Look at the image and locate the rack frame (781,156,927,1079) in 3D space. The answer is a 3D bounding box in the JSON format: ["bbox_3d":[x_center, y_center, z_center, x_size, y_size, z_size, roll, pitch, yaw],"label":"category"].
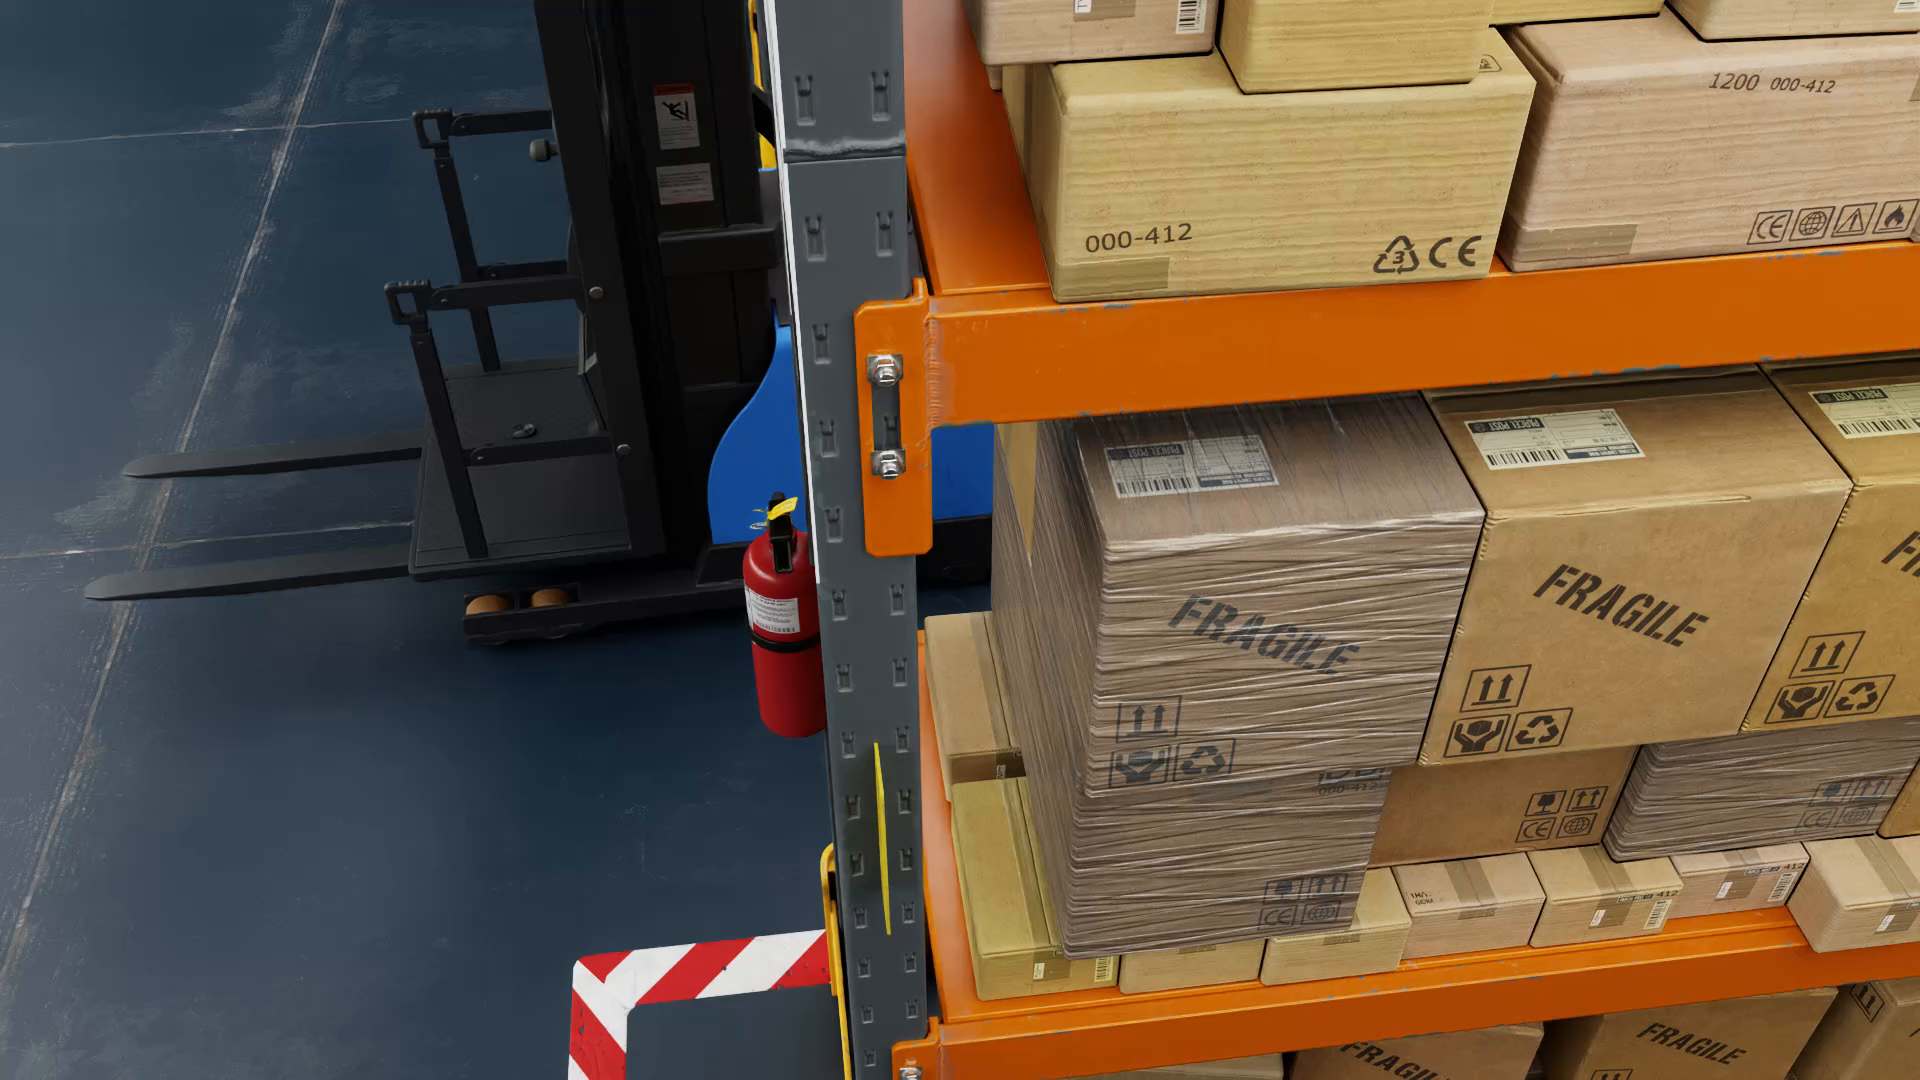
[{"bbox_3d":[-0.182,0.392,3.076,0.127,3.000,1.000,-5,42,-6],"label":"rack frame"}]

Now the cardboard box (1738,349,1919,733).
[{"bbox_3d":[1.391,-0.076,2.552,0.500,0.500,0.500,-5,42,-6],"label":"cardboard box"}]

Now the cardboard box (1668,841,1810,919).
[{"bbox_3d":[1.370,0.506,3.137,0.250,0.149,0.380,-5,42,-6],"label":"cardboard box"}]

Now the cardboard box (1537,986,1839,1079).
[{"bbox_3d":[1.651,1.005,3.949,0.500,0.500,0.500,-1,42,-2],"label":"cardboard box"}]

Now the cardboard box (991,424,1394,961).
[{"bbox_3d":[0.367,0.215,2.975,0.500,0.500,0.875,-5,42,-6],"label":"cardboard box"}]

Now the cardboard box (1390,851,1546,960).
[{"bbox_3d":[0.877,0.563,3.074,0.250,0.149,0.380,-5,42,-6],"label":"cardboard box"}]

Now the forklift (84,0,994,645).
[{"bbox_3d":[-1.313,-1.130,4.815,3.031,2.935,1.130,-6,42,-7],"label":"forklift"}]

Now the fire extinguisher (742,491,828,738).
[{"bbox_3d":[-0.355,0.125,3.430,0.183,0.674,0.296,-5,42,-6],"label":"fire extinguisher"}]

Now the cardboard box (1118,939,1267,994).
[{"bbox_3d":[0.382,0.610,3.022,0.250,0.149,0.380,-5,42,-6],"label":"cardboard box"}]

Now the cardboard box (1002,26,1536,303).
[{"bbox_3d":[0.329,-0.536,1.977,0.500,0.250,0.500,-4,42,-4],"label":"cardboard box"}]

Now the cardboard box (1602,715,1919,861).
[{"bbox_3d":[1.349,0.077,3.128,0.500,0.500,0.875,-5,42,-6],"label":"cardboard box"}]

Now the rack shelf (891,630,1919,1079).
[{"bbox_3d":[1.801,0.486,3.509,4.000,0.370,1.077,-5,42,-6],"label":"rack shelf"}]

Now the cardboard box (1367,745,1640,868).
[{"bbox_3d":[0.847,0.092,3.112,0.500,0.500,0.875,-5,42,-6],"label":"cardboard box"}]

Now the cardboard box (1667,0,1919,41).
[{"bbox_3d":[0.905,-0.723,1.886,0.250,0.149,0.380,-3,42,-4],"label":"cardboard box"}]

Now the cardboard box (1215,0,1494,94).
[{"bbox_3d":[0.391,-0.643,1.798,0.250,0.149,0.380,-4,42,-5],"label":"cardboard box"}]

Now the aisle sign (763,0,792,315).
[{"bbox_3d":[-0.282,-0.767,2.420,0.004,0.787,0.394,-5,42,-6],"label":"aisle sign"}]

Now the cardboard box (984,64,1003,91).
[{"bbox_3d":[0.263,-0.876,2.355,0.500,0.250,0.500,-4,42,-5],"label":"cardboard box"}]

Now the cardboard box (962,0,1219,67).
[{"bbox_3d":[0.121,-0.684,1.844,0.250,0.149,0.380,-5,42,-6],"label":"cardboard box"}]

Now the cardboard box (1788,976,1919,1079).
[{"bbox_3d":[2.210,0.986,3.970,0.500,0.500,0.500,-9,43,-9],"label":"cardboard box"}]

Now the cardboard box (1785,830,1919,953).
[{"bbox_3d":[1.632,0.553,3.085,0.250,0.149,0.380,-5,42,-6],"label":"cardboard box"}]

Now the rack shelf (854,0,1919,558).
[{"bbox_3d":[1.801,-0.628,2.504,4.000,0.370,1.077,-5,42,-6],"label":"rack shelf"}]

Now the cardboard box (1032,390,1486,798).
[{"bbox_3d":[0.399,0.007,2.460,0.500,0.500,0.500,-5,42,-6],"label":"cardboard box"}]

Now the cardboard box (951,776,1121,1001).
[{"bbox_3d":[0.132,0.619,3.012,0.250,0.149,0.380,-5,42,-6],"label":"cardboard box"}]

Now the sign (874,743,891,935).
[{"bbox_3d":[-0.111,0.431,2.386,0.005,0.325,0.100,-5,42,-6],"label":"sign"}]

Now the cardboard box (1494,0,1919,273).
[{"bbox_3d":[0.840,-0.585,2.031,0.500,0.250,0.500,-6,42,-6],"label":"cardboard box"}]

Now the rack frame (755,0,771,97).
[{"bbox_3d":[-0.824,-2.897,6.722,0.127,3.000,1.000,-5,42,-6],"label":"rack frame"}]

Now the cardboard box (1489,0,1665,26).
[{"bbox_3d":[0.625,-0.746,1.913,0.250,0.149,0.380,-6,42,-6],"label":"cardboard box"}]

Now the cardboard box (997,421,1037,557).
[{"bbox_3d":[0.331,-0.338,2.842,0.500,0.500,0.500,-5,42,-6],"label":"cardboard box"}]

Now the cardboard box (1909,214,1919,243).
[{"bbox_3d":[1.332,-0.625,2.076,0.500,0.250,0.500,-5,42,-6],"label":"cardboard box"}]

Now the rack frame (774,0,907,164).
[{"bbox_3d":[-0.182,-1.835,1.066,0.127,3.000,1.000,-5,42,-6],"label":"rack frame"}]

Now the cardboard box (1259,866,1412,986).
[{"bbox_3d":[0.632,0.598,3.035,0.250,0.149,0.380,-5,42,-6],"label":"cardboard box"}]

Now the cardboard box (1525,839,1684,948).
[{"bbox_3d":[1.126,0.546,3.093,0.250,0.149,0.380,-5,42,-6],"label":"cardboard box"}]

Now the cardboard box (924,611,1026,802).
[{"bbox_3d":[0.074,0.324,3.339,0.250,0.149,0.380,-5,42,-6],"label":"cardboard box"}]

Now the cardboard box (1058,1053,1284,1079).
[{"bbox_3d":[0.439,1.121,3.820,0.500,0.500,0.500,2,42,2],"label":"cardboard box"}]

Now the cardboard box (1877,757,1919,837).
[{"bbox_3d":[1.846,0.042,3.168,0.500,0.500,0.875,-5,42,-6],"label":"cardboard box"}]

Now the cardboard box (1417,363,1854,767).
[{"bbox_3d":[0.896,-0.032,2.503,0.500,0.500,0.500,-5,42,-6],"label":"cardboard box"}]

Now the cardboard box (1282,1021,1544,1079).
[{"bbox_3d":[1.028,1.047,3.903,0.500,0.500,0.500,5,42,6],"label":"cardboard box"}]

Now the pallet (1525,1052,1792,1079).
[{"bbox_3d":[1.911,1.270,4.184,1.213,0.211,1.003,-5,42,-6],"label":"pallet"}]

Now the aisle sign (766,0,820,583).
[{"bbox_3d":[-0.204,-0.368,1.978,0.004,0.787,0.394,-5,42,-6],"label":"aisle sign"}]

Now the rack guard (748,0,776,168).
[{"bbox_3d":[-0.755,-2.007,7.602,0.348,0.500,1.175,-5,42,-6],"label":"rack guard"}]

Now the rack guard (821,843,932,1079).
[{"bbox_3d":[-0.107,1.314,3.920,0.348,0.500,1.175,-5,42,-6],"label":"rack guard"}]
